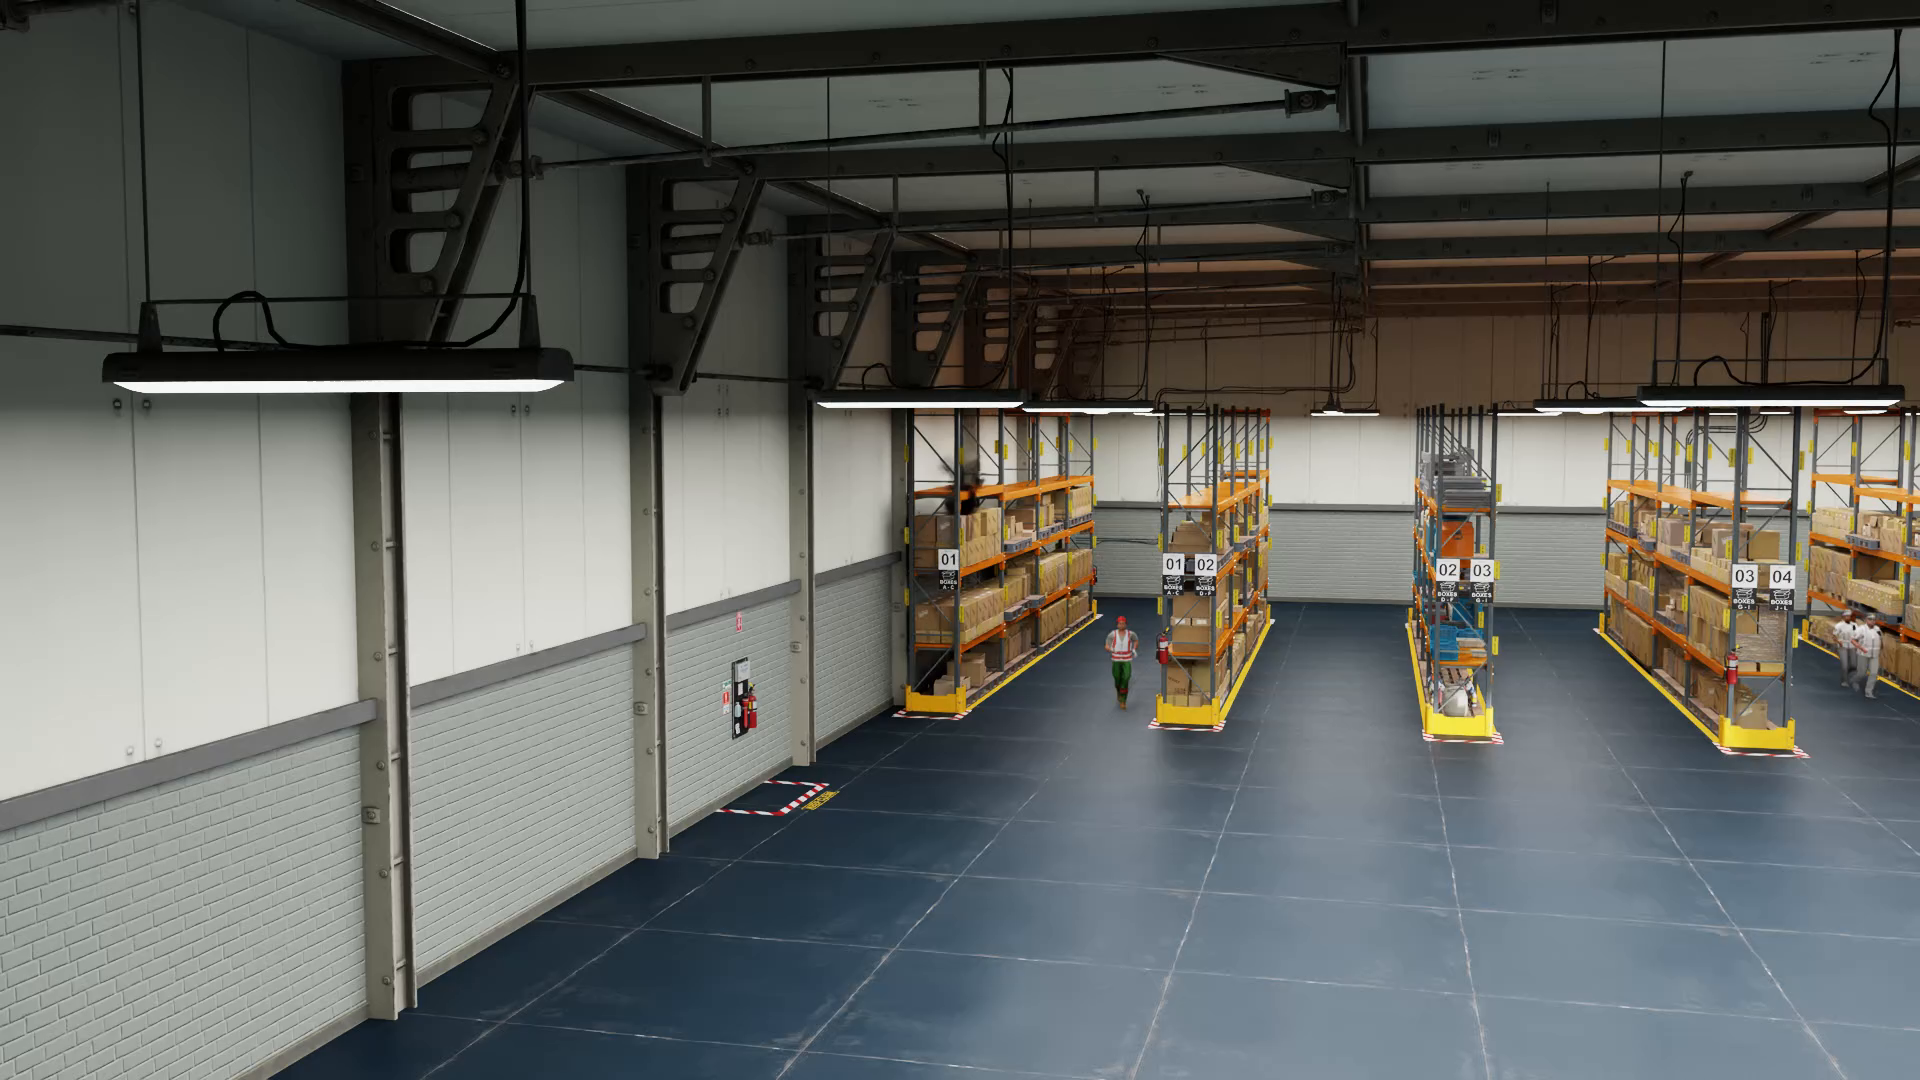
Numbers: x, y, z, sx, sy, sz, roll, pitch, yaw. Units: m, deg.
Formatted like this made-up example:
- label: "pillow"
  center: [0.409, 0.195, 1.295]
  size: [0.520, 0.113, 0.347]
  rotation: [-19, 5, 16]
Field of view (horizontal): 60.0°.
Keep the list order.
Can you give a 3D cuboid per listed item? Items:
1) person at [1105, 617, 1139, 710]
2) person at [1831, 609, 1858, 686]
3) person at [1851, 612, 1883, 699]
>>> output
- label: "person"
  center: [3.203, 2.406, 32.984]
  size: [0.656, 1.786, 0.987]
  rotation: [1, 4, 8]
- label: "person"
  center: [18.997, 2.302, 35.640]
  size: [0.573, 1.650, 0.584]
  rotation: [1, 4, 12]
- label: "person"
  center: [18.689, 2.354, 34.231]
  size: [0.660, 1.750, 0.772]
  rotation: [0, 4, 5]
